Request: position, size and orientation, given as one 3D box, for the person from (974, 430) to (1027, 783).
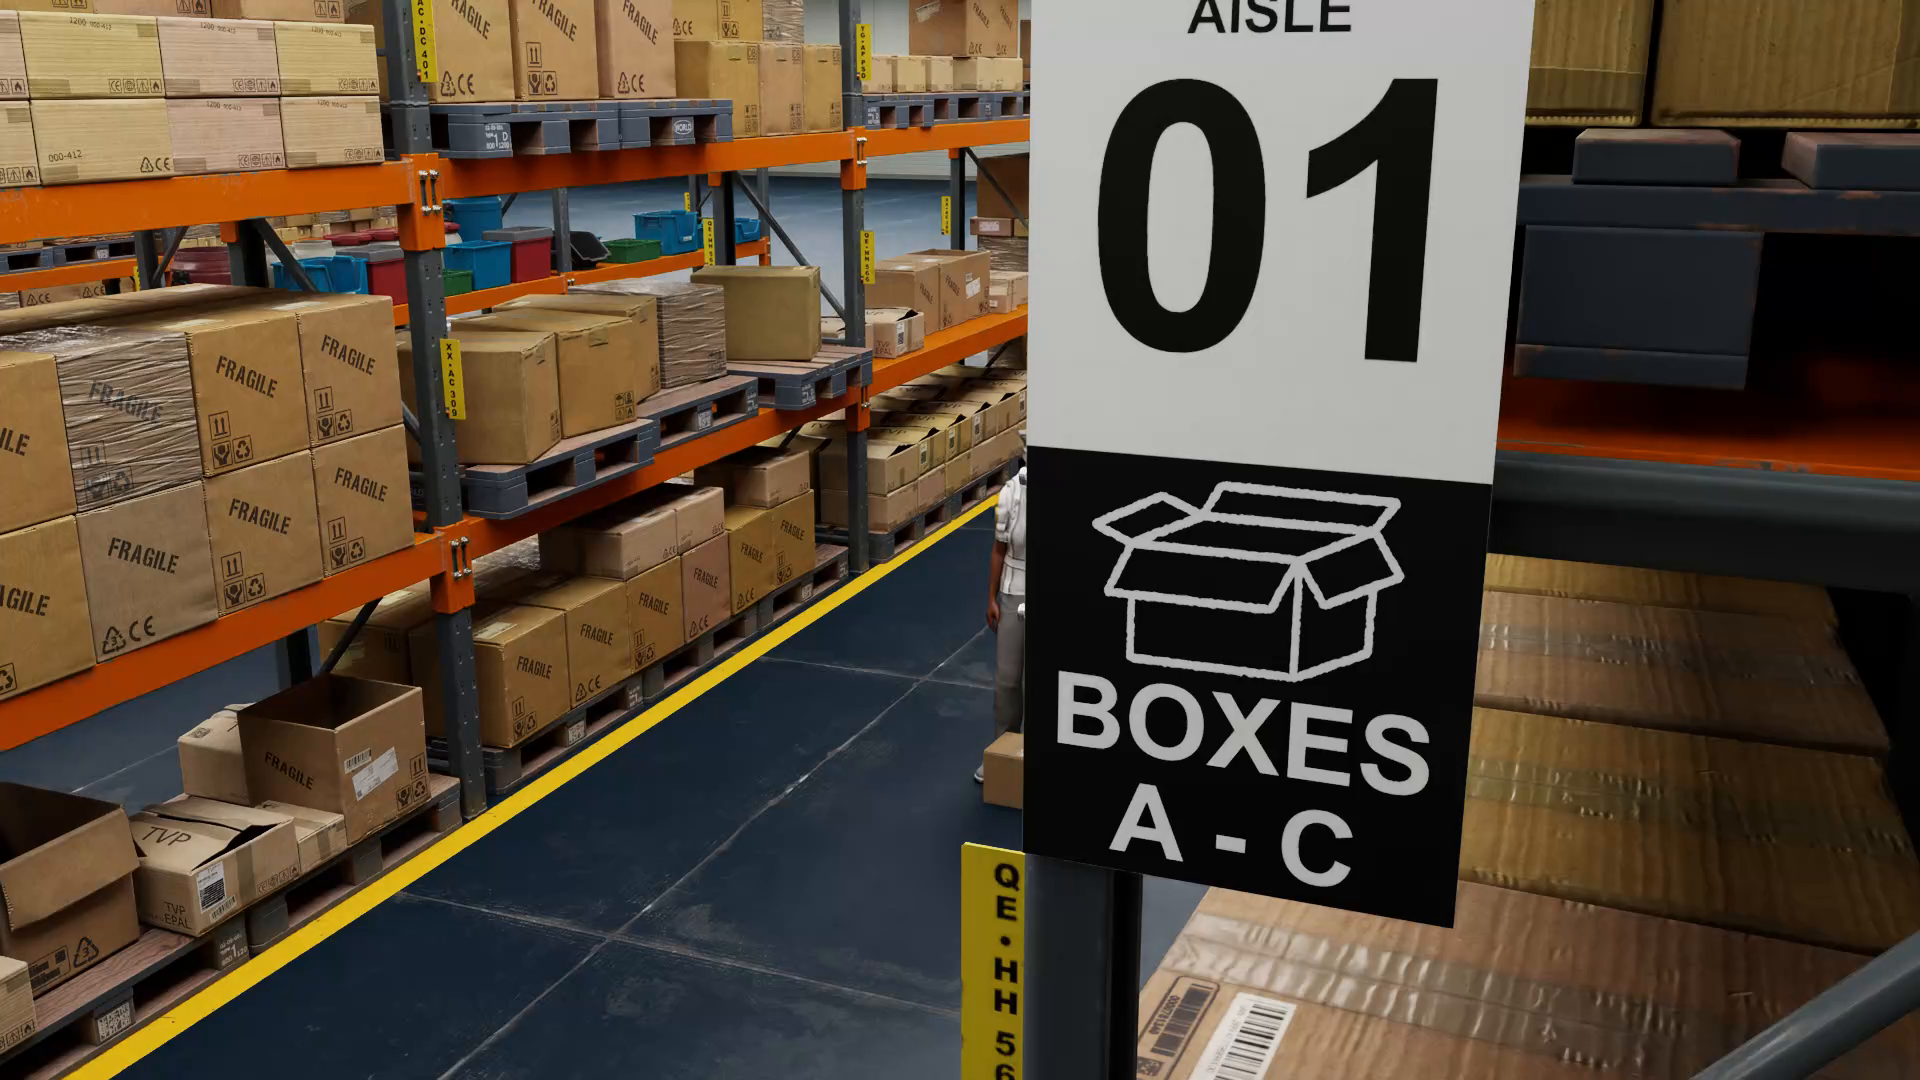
[{"bbox_3d":[0.348,0.296,7.462,0.521,1.657,0.395,5,16,18],"label":"person"}]
